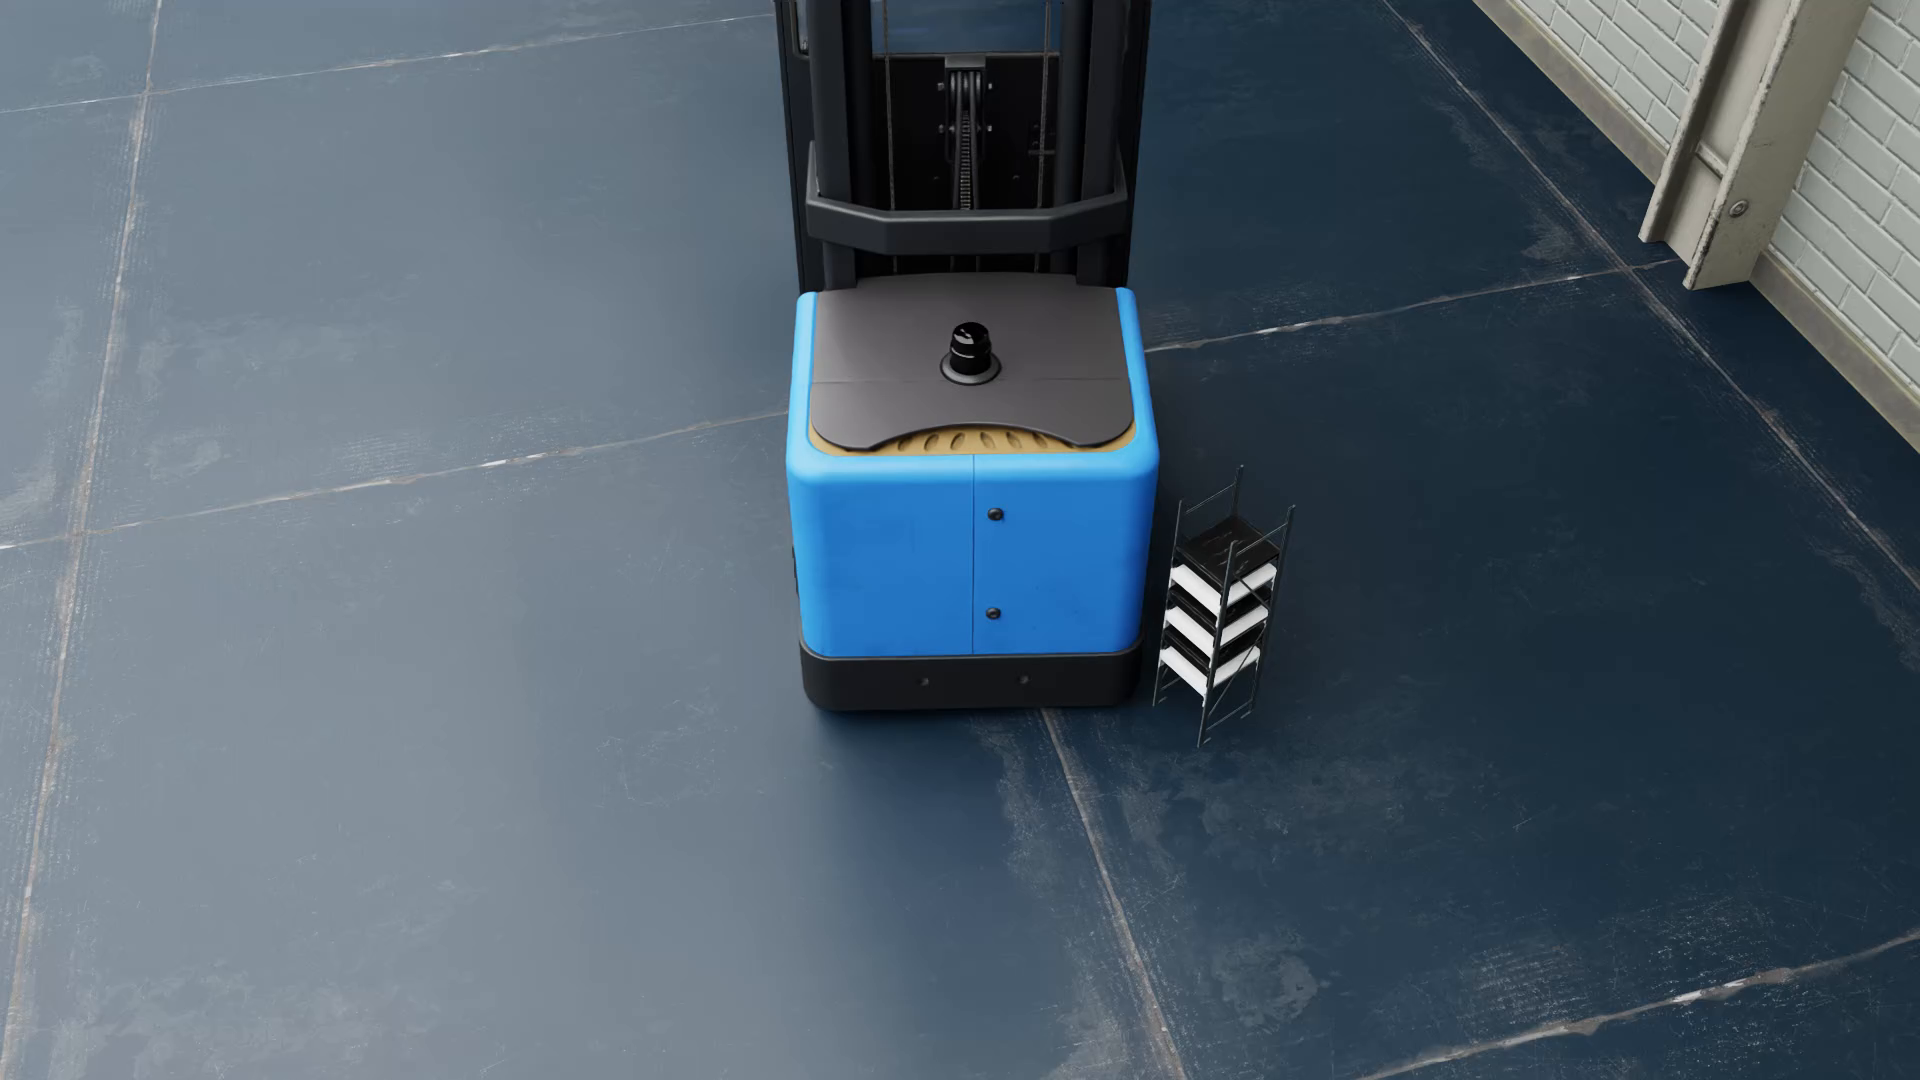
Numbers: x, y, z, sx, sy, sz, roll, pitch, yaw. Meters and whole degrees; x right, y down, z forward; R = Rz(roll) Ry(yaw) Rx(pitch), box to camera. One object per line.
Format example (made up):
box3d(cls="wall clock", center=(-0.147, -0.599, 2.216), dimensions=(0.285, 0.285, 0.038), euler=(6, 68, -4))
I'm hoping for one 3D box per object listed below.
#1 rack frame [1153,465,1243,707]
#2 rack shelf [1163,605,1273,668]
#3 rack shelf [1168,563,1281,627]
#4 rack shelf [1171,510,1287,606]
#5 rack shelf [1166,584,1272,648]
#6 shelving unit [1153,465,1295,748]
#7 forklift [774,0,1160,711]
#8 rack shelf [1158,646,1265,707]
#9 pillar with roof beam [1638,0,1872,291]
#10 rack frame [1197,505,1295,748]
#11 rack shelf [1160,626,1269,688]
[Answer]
box3d(cls="rack frame", center=(0.704, 0.157, 4.966), dimensions=(0.240, 0.900, 0.006), euler=(-29, 52, -25))
box3d(cls="rack shelf", center=(0.766, 0.238, 4.934), dimensions=(0.258, 0.077, 0.200), euler=(-29, 52, -25))
box3d(cls="rack shelf", center=(0.766, 0.112, 4.805), dimensions=(0.258, 0.077, 0.200), euler=(-29, 52, -25))
box3d(cls="rack shelf", center=(0.766, 0.049, 4.741), dimensions=(0.258, 0.077, 0.200), euler=(-29, 52, -25))
box3d(cls="rack shelf", center=(0.766, 0.175, 4.869), dimensions=(0.258, 0.077, 0.200), euler=(-29, 52, -25))
box3d(cls="shelving unit", center=(0.766, 0.214, 4.910), dimensions=(0.258, 0.900, 0.210), euler=(-29, 52, -25))
box3d(cls="forklift", center=(0.003, -1.537, 5.204), dimensions=(1.130, 2.935, 3.031), euler=(-1, 46, -1))
box3d(cls="rack shelf", center=(0.766, 0.364, 5.062), dimensions=(0.258, 0.077, 0.200), euler=(-29, 52, -25))
box3d(cls="pillar with roof beam", center=(-1.107, -3.539, 2.917), dimensions=(9.100, 9.000, 0.400), euler=(-11, 47, -10))
box3d(cls="rack frame", center=(0.828, 0.272, 4.854), dimensions=(0.240, 0.900, 0.006), euler=(-29, 52, -25))
box3d(cls="rack shelf", center=(0.766, 0.301, 4.998), dimensions=(0.258, 0.077, 0.200), euler=(-29, 52, -25))
